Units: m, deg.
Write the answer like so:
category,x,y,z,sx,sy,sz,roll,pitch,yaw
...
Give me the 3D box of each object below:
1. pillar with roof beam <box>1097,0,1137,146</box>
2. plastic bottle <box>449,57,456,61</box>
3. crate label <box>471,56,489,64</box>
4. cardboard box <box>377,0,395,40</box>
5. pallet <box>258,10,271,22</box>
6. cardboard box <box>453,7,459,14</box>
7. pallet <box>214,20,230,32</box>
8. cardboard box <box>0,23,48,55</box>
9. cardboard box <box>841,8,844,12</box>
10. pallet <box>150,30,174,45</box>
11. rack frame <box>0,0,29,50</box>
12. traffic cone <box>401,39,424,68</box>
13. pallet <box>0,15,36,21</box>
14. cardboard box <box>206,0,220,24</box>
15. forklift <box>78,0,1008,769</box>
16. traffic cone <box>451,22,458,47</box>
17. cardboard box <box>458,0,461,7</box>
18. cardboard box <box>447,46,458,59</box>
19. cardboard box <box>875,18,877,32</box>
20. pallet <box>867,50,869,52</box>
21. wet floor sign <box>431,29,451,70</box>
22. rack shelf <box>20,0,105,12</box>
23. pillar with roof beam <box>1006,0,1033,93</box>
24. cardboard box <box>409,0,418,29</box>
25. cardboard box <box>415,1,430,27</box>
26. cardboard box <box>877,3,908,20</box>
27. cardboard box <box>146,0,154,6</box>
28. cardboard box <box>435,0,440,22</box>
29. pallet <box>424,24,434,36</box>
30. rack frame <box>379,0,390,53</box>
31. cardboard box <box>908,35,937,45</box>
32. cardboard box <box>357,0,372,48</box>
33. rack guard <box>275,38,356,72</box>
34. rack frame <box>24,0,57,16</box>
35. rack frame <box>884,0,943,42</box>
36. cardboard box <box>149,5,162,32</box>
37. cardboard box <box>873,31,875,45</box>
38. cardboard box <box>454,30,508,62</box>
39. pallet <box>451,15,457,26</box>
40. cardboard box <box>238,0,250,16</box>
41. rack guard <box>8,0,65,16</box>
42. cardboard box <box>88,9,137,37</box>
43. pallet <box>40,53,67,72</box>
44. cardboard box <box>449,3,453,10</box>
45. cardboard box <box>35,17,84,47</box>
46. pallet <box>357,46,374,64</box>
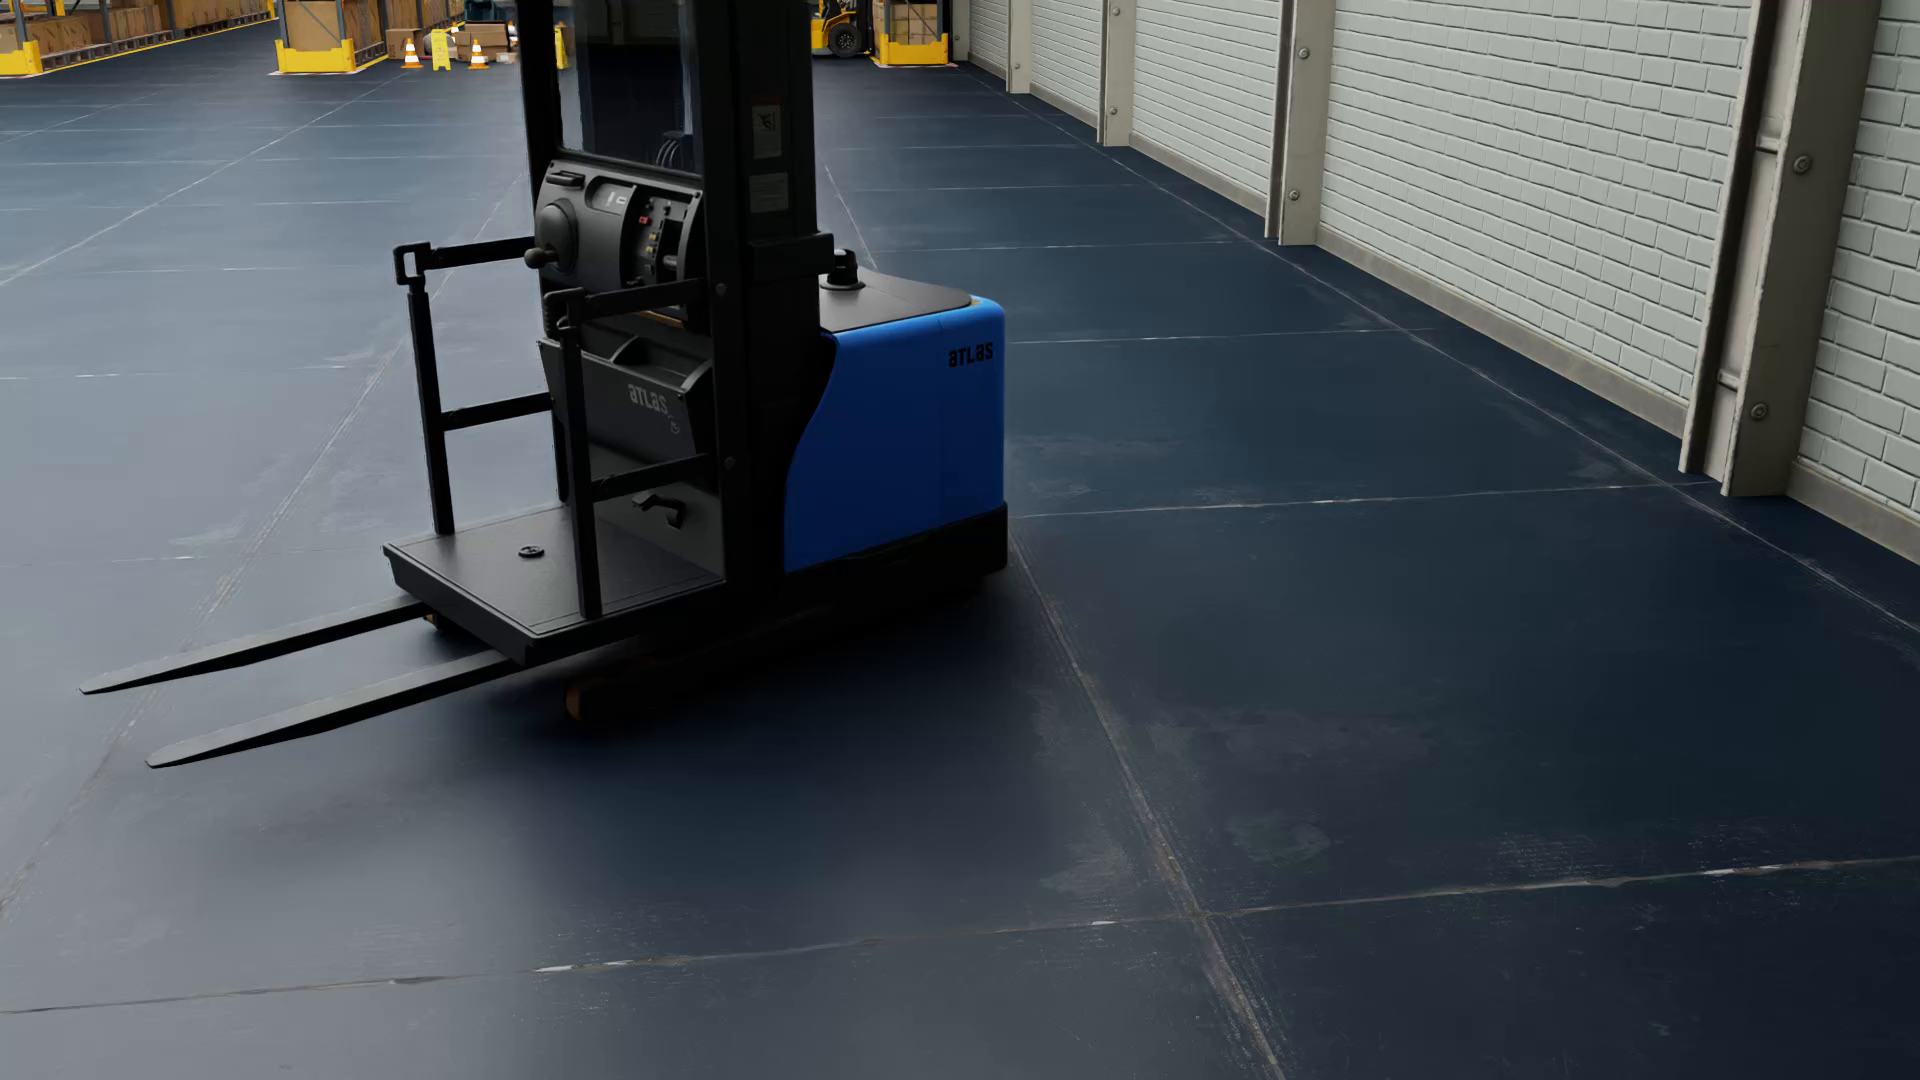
category,x,y,z,sx,sy,sz,roll,pitch,yaw
pillar with roof beam,-2.538,-8.416,16.387,9.100,9.000,0.400,-3,21,-8
plastic bottle,-9.017,-8.507,29.405,0.133,0.061,0.283,-11,23,-26
crate label,-8.274,-8.277,28.682,0.250,0.136,0.298,-15,25,-35
cardboard box,-11.350,-9.892,31.531,1.050,0.750,0.750,-3,21,-8
pallet,-17.631,-12.900,40.952,1.003,0.211,1.213,-3,21,-8
cardboard box,-12.286,-12.760,40.067,0.380,0.149,0.250,-3,21,-9
pallet,-17.061,-11.524,37.270,1.003,0.211,1.213,-3,21,-8
cardboard box,-15.711,-8.387,27.857,0.500,0.500,0.500,2,21,6
cardboard box,-2.460,-12.156,37.947,0.500,0.500,0.500,-4,21,-10
pallet,-16.560,-10.132,33.542,1.003,0.211,1.213,-3,21,-8
rack frame,-15.517,-8.939,26.363,1.000,3.000,0.127,-3,21,-8
traffic cone,-9.266,-8.221,28.067,0.336,0.463,0.334,-3,21,-8
pallet,-22.472,-12.214,39.116,1.003,0.211,1.213,-3,21,-8
cardboard box,-17.006,-11.765,36.367,1.225,0.875,0.875,-4,21,-10
forklift,-1.257,-0.996,5.194,3.031,2.935,1.130,-17,27,-39
traffic cone,-9.870,-9.891,32.538,0.336,0.463,0.334,-3,21,-8
cardboard box,-12.293,-12.984,40.242,0.380,0.149,0.250,-3,21,-7
cardboard box,-9.101,-8.756,29.781,0.396,0.266,0.258,1,20,2
cardboard box,-1.241,-9.160,29.570,0.500,0.250,0.500,-3,21,-8
pallet,-1.303,-9.492,31.828,1.003,0.211,1.213,-3,21,-8
wet floor sign,-8.631,-8.141,27.592,0.267,0.644,0.232,-7,21,-17
rack shelf,-15.806,-9.295,28.343,1.077,0.370,4.000,-3,21,-8
pillar with roof beam,-3.403,-10.493,21.949,9.100,9.000,0.400,-3,21,-8
cardboard box,-11.749,-10.852,34.099,1.050,0.750,0.750,-3,21,-8
cardboard box,-11.598,-11.208,35.409,0.500,0.500,0.500,-4,21,-10
cardboard box,-1.175,-9.211,28.992,0.500,0.250,0.500,-2,21,-6
cardboard box,-16.544,-10.865,33.391,0.500,0.250,0.500,-2,21,-6
cardboard box,-11.825,-11.736,36.823,0.500,0.500,0.500,-3,21,-9
pallet,-11.859,-10.889,35.568,1.003,0.211,1.213,-3,21,-8
rack frame,-11.171,-10.539,30.647,1.000,3.000,0.127,-3,21,-8
cardboard box,-0.677,-8.779,29.264,0.500,0.250,0.500,-3,21,-8
cardboard box,-11.016,-9.207,29.518,0.875,0.875,0.875,-3,21,-7
rack guard,-10.591,-7.975,27.354,1.175,0.500,0.348,-3,21,-8
rack frame,-22.725,-14.229,40.526,1.000,3.000,0.127,-3,21,-8
rack frame,-0.800,-9.691,28.375,1.000,3.000,0.127,-3,21,-8
cardboard box,-16.554,-10.513,33.521,0.700,0.500,0.500,-4,21,-11
cardboard box,-1.306,-9.092,30.103,0.500,0.250,0.500,-3,21,-7
cardboard box,-8.469,-8.750,29.424,0.637,0.503,0.797,17,27,39
pallet,-12.456,-12.234,39.169,1.003,0.211,1.213,-3,21,-8
cardboard box,-17.393,-12.839,39.242,0.875,0.875,0.875,-3,21,-8
rack guard,-22.741,-13.066,40.984,1.175,0.500,0.348,-3,21,-8
cardboard box,-16.292,-9.933,31.967,0.700,0.500,0.500,-5,21,-12
pallet,-15.611,-7.942,27.679,1.003,0.211,1.213,-3,21,-8
cardboard box,-12.060,-12.451,38.816,0.380,0.149,0.250,-2,21,-5
cardboard box,-15.986,-9.011,29.529,0.500,0.500,0.500,4,21,9
pallet,-10.960,-8.542,29.286,1.003,0.211,1.213,-3,21,-8
